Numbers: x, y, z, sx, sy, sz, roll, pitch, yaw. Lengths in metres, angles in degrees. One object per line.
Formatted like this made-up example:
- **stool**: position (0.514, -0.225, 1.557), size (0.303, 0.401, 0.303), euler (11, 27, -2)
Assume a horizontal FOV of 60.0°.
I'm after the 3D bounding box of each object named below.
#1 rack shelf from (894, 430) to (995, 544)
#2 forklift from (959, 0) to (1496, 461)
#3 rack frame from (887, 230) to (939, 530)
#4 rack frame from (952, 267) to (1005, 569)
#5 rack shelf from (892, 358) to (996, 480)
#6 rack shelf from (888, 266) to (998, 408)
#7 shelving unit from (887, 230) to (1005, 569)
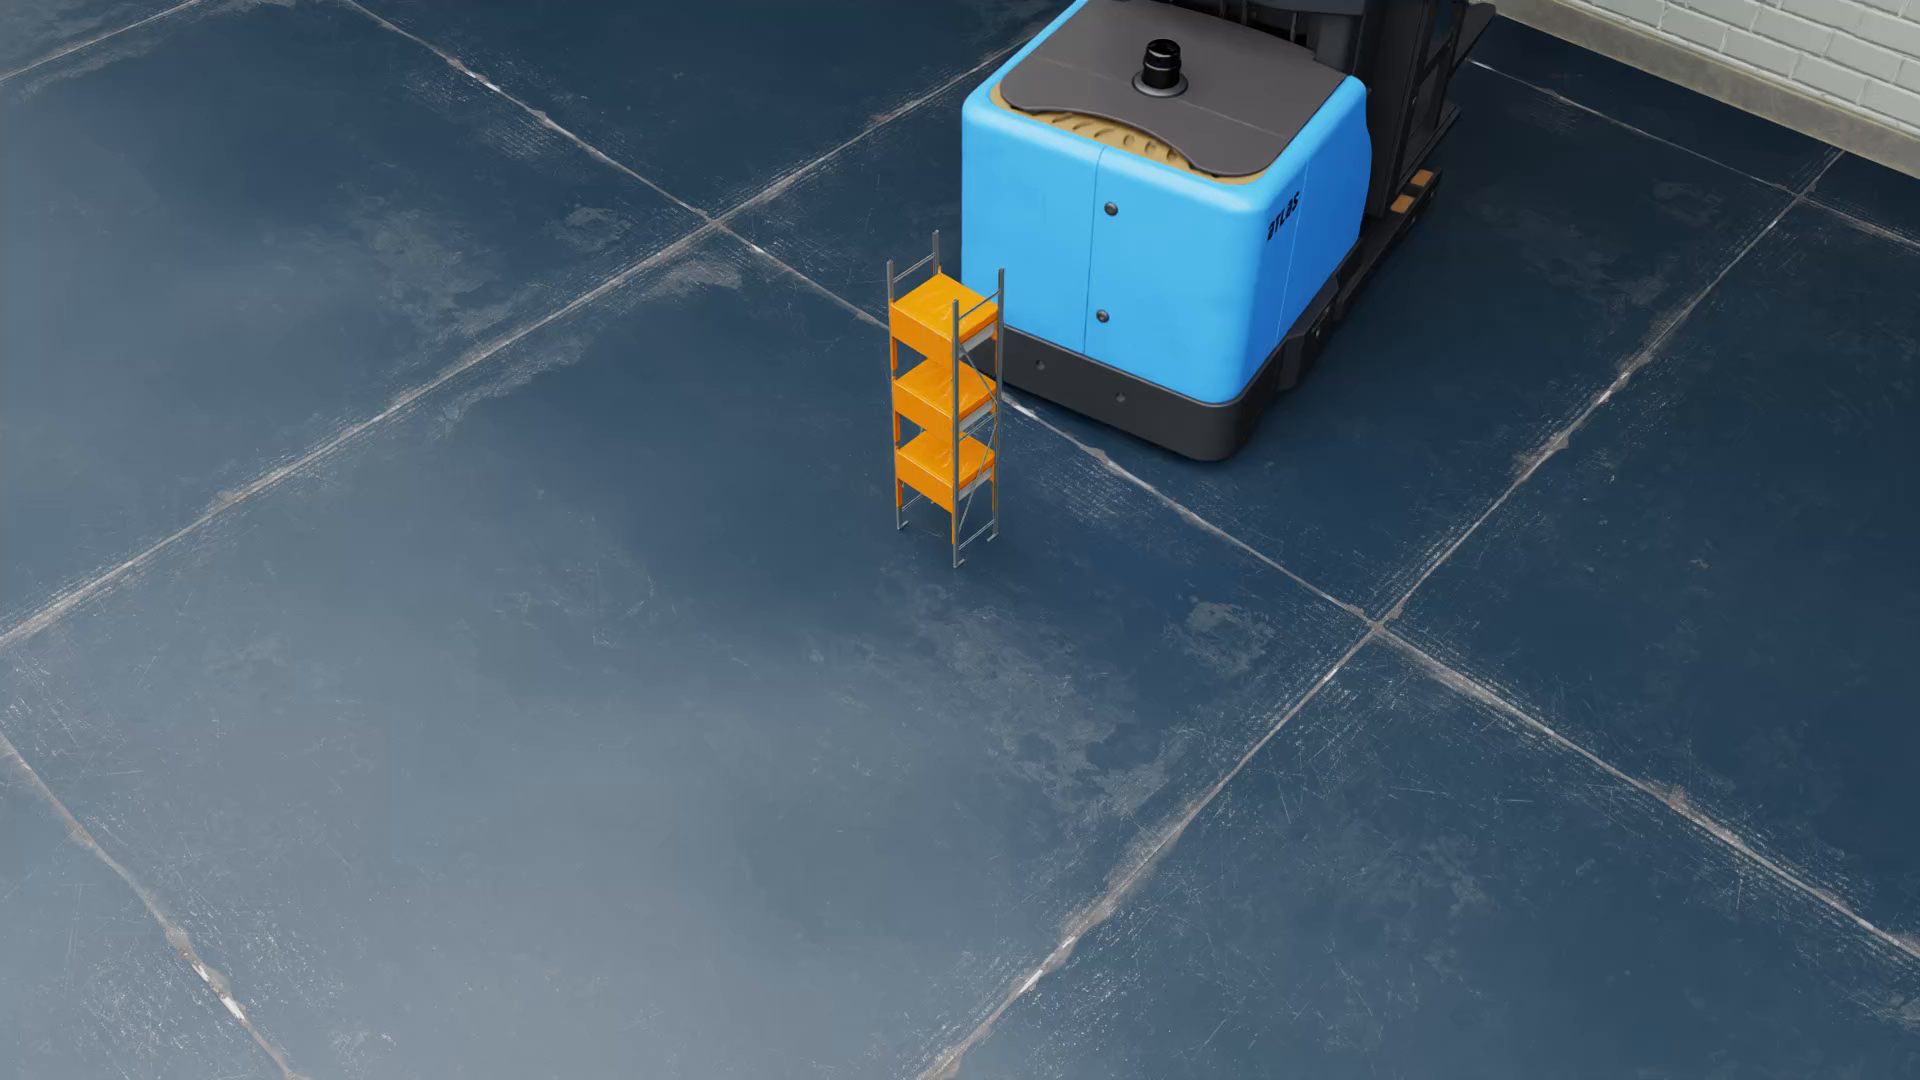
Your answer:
- **rack shelf**: position (-0.039, -0.188, 5.102), size (0.240, 0.259, 0.215), euler (34, 55, 28)
- **forklift**: position (1.196, -2.318, 5.416), size (1.130, 2.935, 3.031), euler (24, 51, 21)
- **rack frame**: position (-0.129, -0.446, 4.949), size (0.008, 1.050, 0.200), euler (34, 55, 28)
- **rack frame**: position (0.050, -0.325, 4.835), size (0.008, 1.050, 0.200), euler (34, 55, 28)
- **rack shelf**: position (-0.039, -0.379, 4.900), size (0.240, 0.259, 0.215), euler (34, 55, 28)
- **rack shelf**: position (-0.039, -0.573, 4.693), size (0.240, 0.259, 0.215), euler (34, 55, 28)
- **shelving unit**: position (-0.039, -0.386, 4.892), size (0.252, 1.050, 0.215), euler (34, 55, 28)
